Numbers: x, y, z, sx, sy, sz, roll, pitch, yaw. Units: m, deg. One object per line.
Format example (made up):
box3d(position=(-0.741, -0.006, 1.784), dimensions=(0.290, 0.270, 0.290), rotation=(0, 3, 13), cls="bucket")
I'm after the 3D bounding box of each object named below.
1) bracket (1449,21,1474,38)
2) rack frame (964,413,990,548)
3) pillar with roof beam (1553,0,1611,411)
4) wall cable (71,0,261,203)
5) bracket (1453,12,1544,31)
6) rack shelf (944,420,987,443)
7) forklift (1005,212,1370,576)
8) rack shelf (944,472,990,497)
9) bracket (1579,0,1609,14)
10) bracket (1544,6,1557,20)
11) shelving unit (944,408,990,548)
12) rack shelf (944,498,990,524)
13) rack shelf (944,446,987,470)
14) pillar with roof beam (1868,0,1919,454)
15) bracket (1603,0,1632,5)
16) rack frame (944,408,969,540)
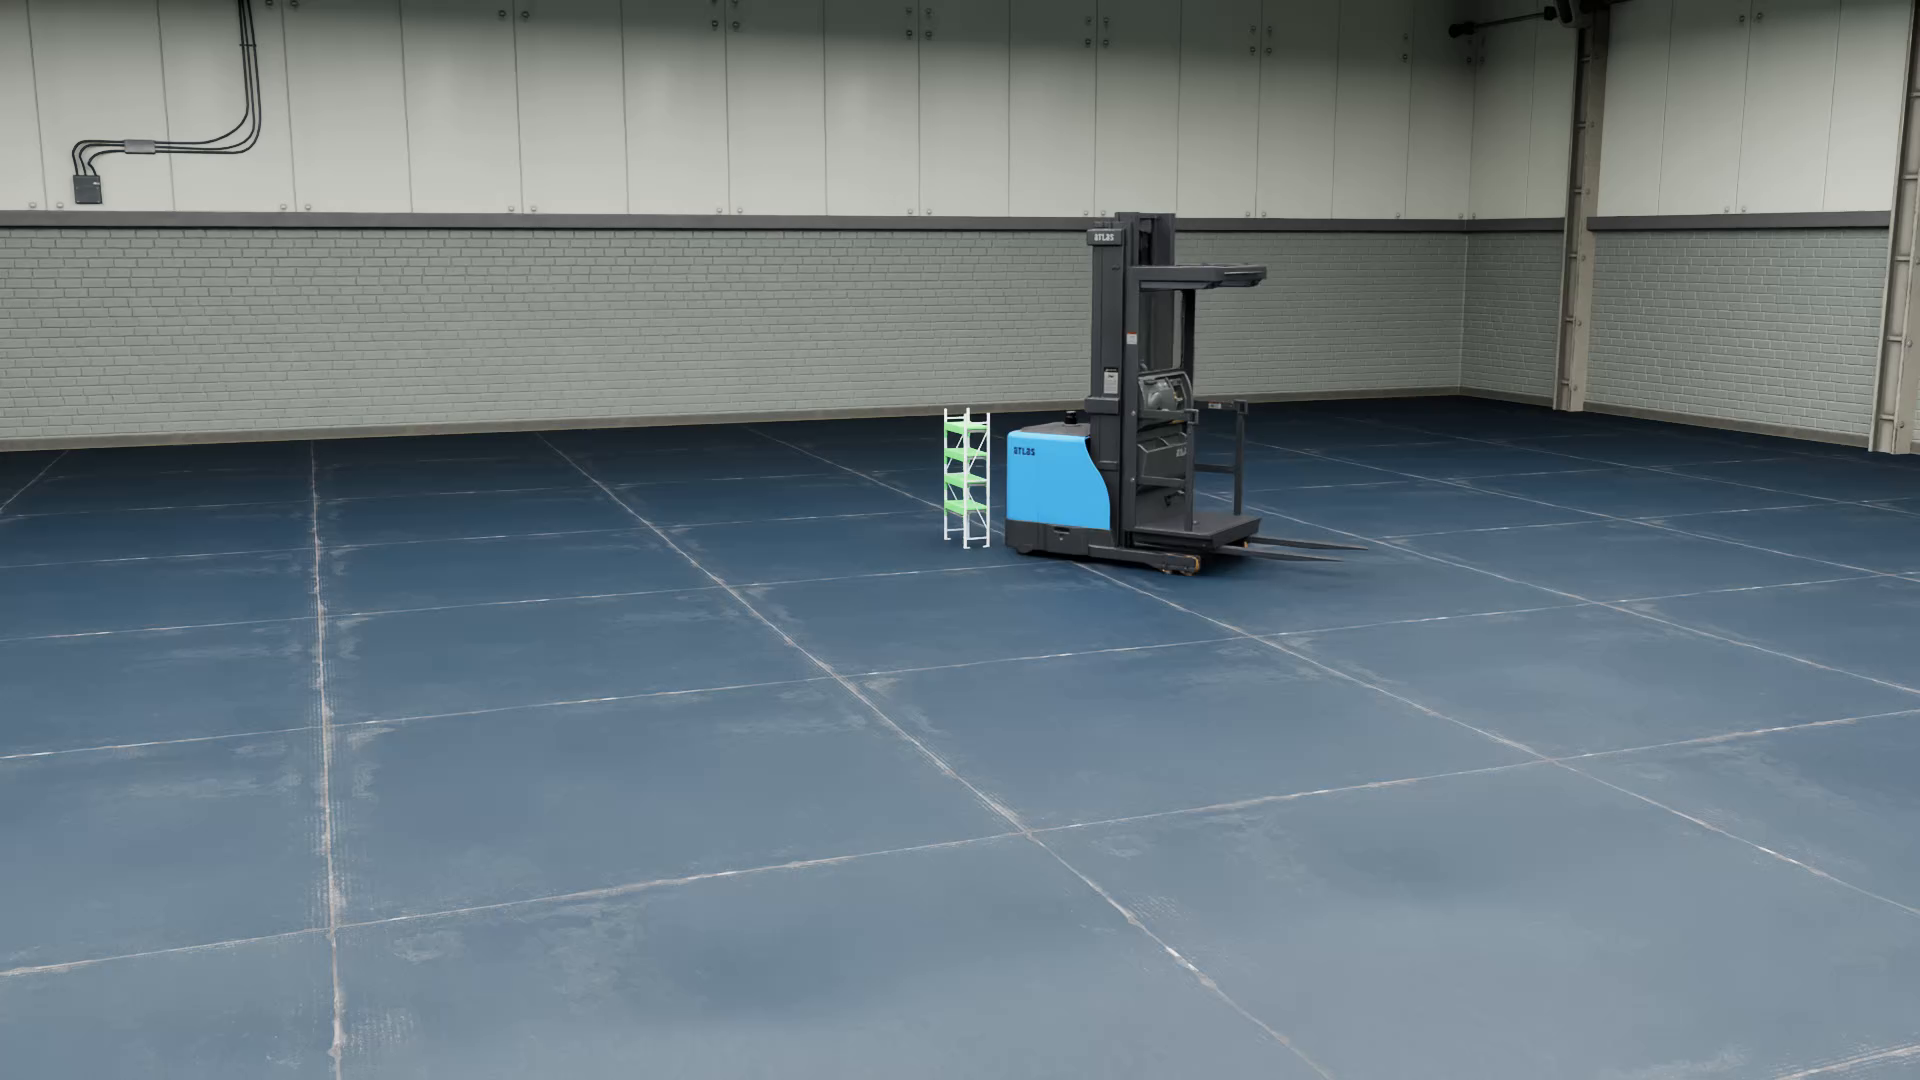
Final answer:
box3d(position=(8.616, -8.762, 28.533), dimensions=(0.235, 0.232, 0.430), rotation=(-4, 11, -21), cls="bracket")
box3d(position=(0.148, -0.524, 14.769), dimensions=(0.240, 1.200, 0.015), rotation=(-4, 11, -21), cls="rack frame")
box3d(position=(5.943, -6.284, 24.884), dimensions=(9.100, 9.000, 0.548), rotation=(-4, 11, -21), cls="pillar with roof beam")
box3d(position=(-10.384, -7.397, 21.431), dimensions=(2.305, 6.003, 0.169), rotation=(-4, 11, -21), cls="wall cable")
box3d(position=(8.830, -8.665, 27.991), dimensions=(0.076, 0.066, 3.189), rotation=(-4, 11, -21), cls="bracket")
box3d(position=(0.060, -0.973, 14.920), dimensions=(0.258, 0.148, 0.480), rotation=(-4, 11, -21), cls="rack shelf")
box3d(position=(1.912, -1.256, 13.941), dimensions=(3.031, 2.935, 1.130), rotation=(6, 12, 32), cls="forklift")
box3d(position=(0.060, -0.501, 15.004), dimensions=(0.258, 0.148, 0.480), rotation=(-4, 11, -21), cls="rack shelf")
box3d(position=(9.775, -8.239, 25.597), dimensions=(0.235, 0.232, 0.430), rotation=(-4, 11, -21), cls="bracket")
box3d(position=(9.475, -8.375, 26.358), dimensions=(0.235, 0.232, 0.430), rotation=(-4, 11, -21), cls="bracket")
box3d(position=(0.060, -0.564, 14.993), dimensions=(0.258, 1.200, 0.503), rotation=(-4, 11, -21), cls="shelving unit")
box3d(position=(0.060, -0.265, 15.046), dimensions=(0.258, 0.148, 0.480), rotation=(-4, 11, -21), cls="rack shelf")
box3d(position=(0.060, -0.737, 14.962), dimensions=(0.258, 0.148, 0.480), rotation=(-4, 11, -21), cls="rack shelf")
box3d(position=(8.118, -5.305, 19.378), dimensions=(9.100, 9.000, 0.400), rotation=(-4, 11, -21), cls="pillar with roof beam")
box3d(position=(10.709, -7.819, 23.232), dimensions=(0.076, 0.066, 4.783), rotation=(-4, 11, -21), cls="bracket")
box3d(position=(-0.028, -0.604, 15.217), dimensions=(0.240, 1.200, 0.015), rotation=(-4, 11, -21), cls="rack frame")
